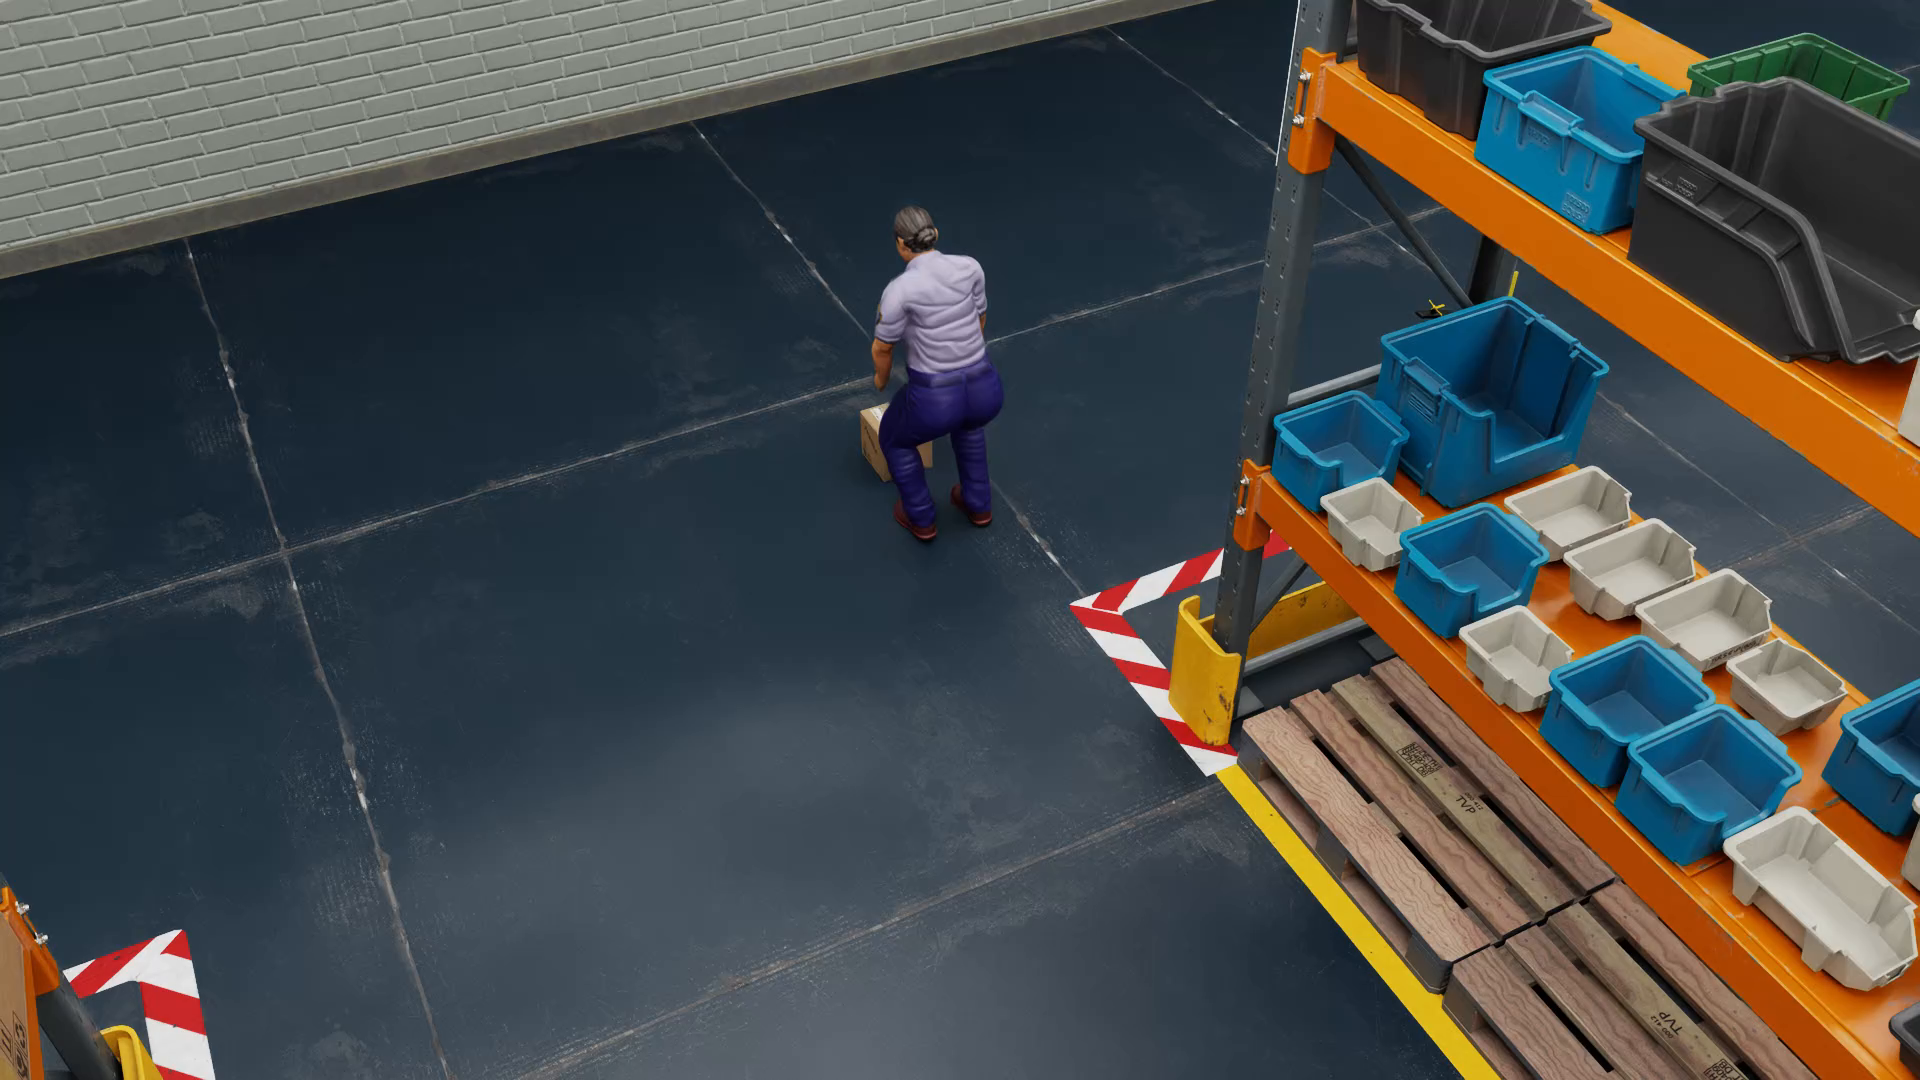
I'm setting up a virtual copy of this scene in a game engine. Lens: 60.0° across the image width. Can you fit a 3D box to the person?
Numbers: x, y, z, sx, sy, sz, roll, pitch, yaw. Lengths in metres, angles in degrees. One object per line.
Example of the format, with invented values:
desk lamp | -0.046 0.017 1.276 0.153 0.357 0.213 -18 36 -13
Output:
person | -0.105 -0.655 7.024 0.522 1.510 0.529 -18 45 -20
